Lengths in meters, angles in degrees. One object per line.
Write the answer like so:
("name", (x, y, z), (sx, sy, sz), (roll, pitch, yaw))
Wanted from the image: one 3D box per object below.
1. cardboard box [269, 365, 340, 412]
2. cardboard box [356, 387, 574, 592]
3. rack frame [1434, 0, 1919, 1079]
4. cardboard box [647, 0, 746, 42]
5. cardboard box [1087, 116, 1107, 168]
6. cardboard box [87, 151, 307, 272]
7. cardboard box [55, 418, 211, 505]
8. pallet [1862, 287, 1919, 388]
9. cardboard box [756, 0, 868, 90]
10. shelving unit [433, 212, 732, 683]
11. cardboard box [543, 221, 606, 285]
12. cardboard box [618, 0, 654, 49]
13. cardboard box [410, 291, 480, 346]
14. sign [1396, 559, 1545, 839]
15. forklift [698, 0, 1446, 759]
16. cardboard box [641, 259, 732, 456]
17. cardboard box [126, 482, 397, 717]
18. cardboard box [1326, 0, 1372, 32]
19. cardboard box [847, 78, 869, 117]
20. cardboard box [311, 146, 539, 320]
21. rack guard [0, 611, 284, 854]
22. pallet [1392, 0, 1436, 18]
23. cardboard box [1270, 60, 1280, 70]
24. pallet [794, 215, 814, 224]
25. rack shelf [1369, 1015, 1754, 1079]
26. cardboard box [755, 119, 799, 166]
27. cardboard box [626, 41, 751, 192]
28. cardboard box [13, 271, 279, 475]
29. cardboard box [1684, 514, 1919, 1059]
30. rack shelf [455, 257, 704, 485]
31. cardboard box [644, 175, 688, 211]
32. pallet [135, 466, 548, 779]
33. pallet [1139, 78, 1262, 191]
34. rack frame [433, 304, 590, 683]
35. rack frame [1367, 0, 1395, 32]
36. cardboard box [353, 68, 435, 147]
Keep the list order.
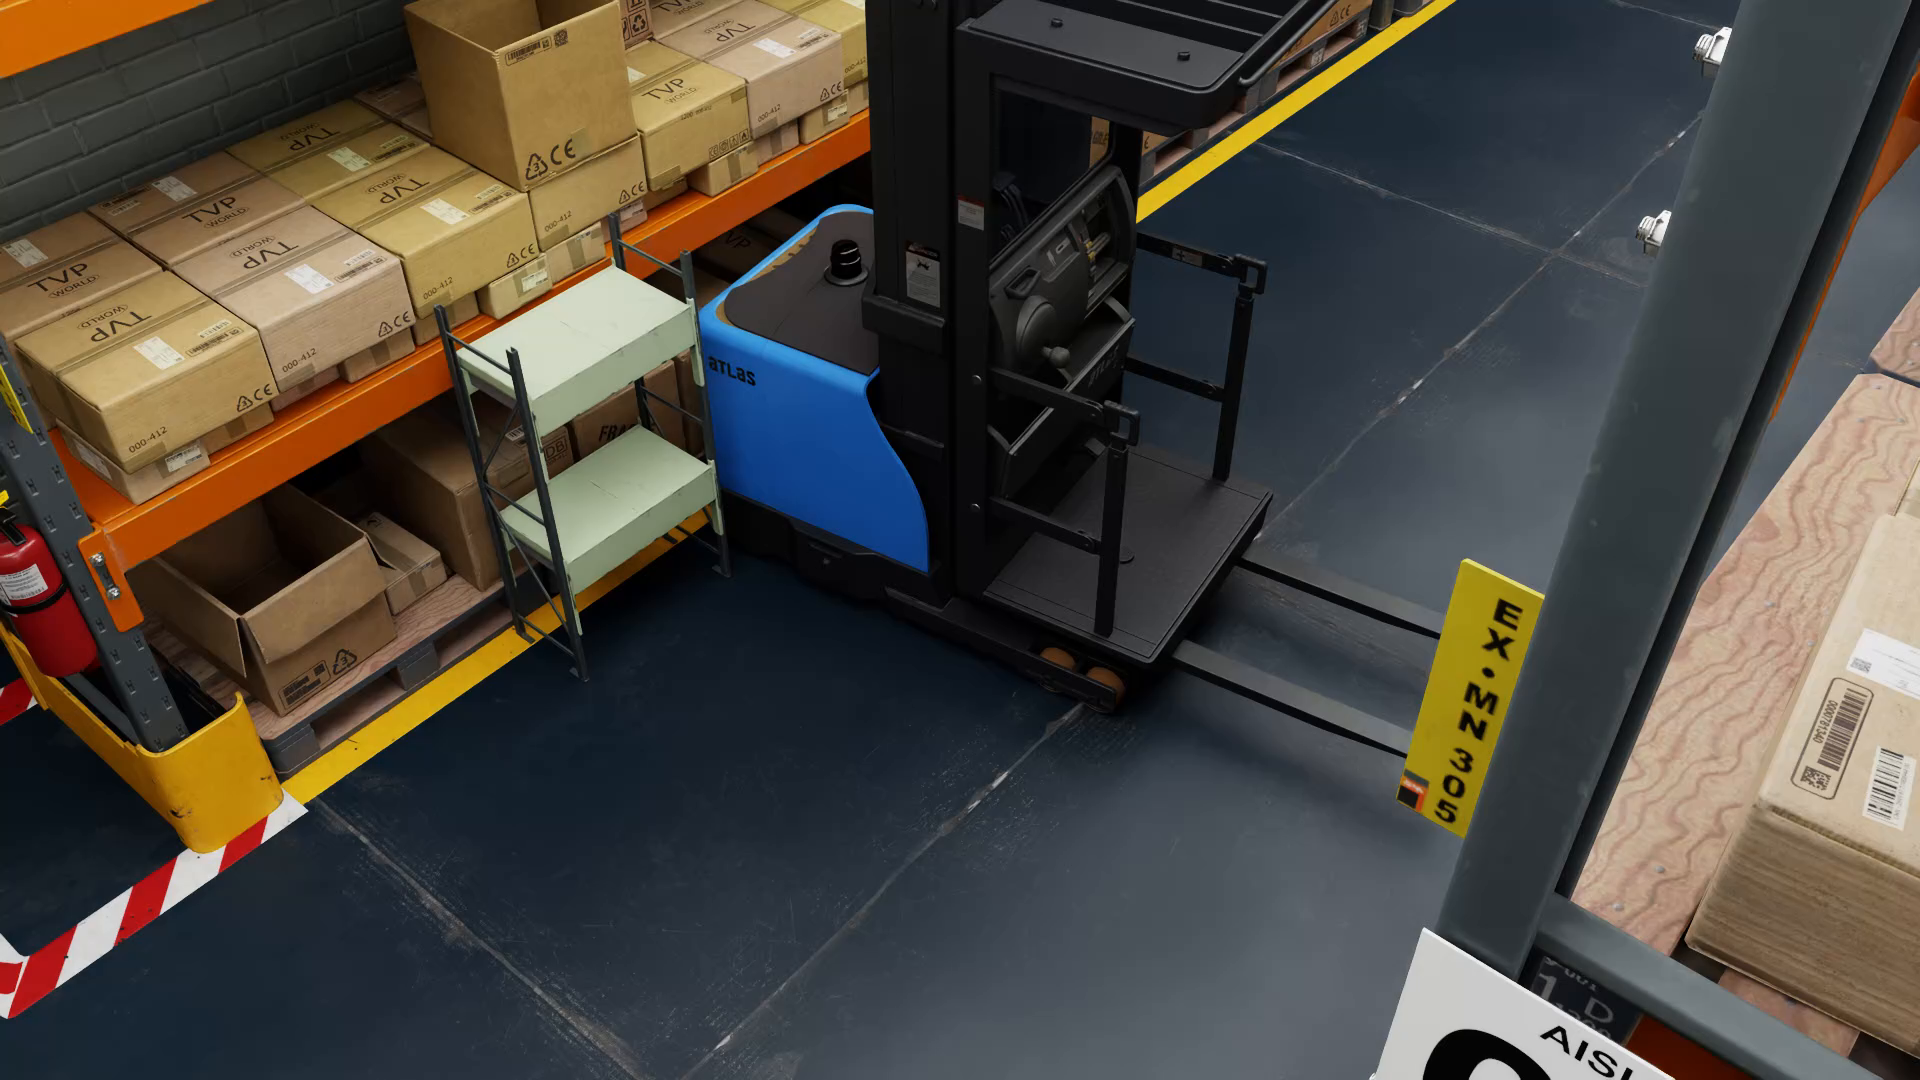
("cardboard box", (-2.231, -0.598, 5.365), (0.380, 0.149, 0.250), (29, 50, 28))
("cardboard box", (-1.878, -0.267, 6.360), (0.700, 0.500, 0.500), (32, 51, 30))
("rack frame", (0.878, -0.412, 0.514), (1.000, 3.000, 0.127), (29, 50, 28))
("cardboard box", (-1.192, -2.054, 6.670), (0.500, 0.250, 0.500), (29, 50, 28))
("cardboard box", (0.469, -2.059, 8.331), (0.500, 0.500, 0.500), (29, 50, 28))
("cardboard box", (-2.498, -1.010, 5.522), (0.500, 0.250, 0.500), (30, 50, 29))
("cardboard box", (-2.502, -0.297, 5.033), (0.380, 0.149, 0.250), (29, 50, 28))
("pallet", (2.132, -0.287, 2.672), (1.003, 0.211, 1.213), (29, 50, 28))
("cardboard box", (-0.490, -2.086, 6.704), (0.500, 0.250, 0.500), (31, 51, 29))
("shelving unit", (-1.300, -0.304, 5.969), (0.431, 1.500, 0.755), (29, 50, 28))
("cardboard box", (-1.481, -1.083, 5.898), (0.380, 0.149, 0.250), (31, 50, 29))
("cardboard box", (-1.511, -2.079, 6.140), (0.500, 0.500, 0.500), (28, 49, 27))
("cardboard box", (-1.855, -0.841, 5.632), (0.380, 0.149, 0.250), (30, 50, 29))
("sign", (0.472, 0.158, 1.518), (0.100, 0.325, 0.005), (29, 50, 28))
("forklift", (0.533, -0.868, 5.526), (3.031, 2.935, 1.130), (22, 47, 22))
("cardboard box", (-1.209, -0.801, 6.948), (0.700, 0.500, 0.500), (28, 49, 27))
("cardboard box", (-2.457, 0.155, 5.893), (0.797, 0.503, 0.637), (28, 49, 27))
("cardboard box", (2.117, -3.378, 9.782), (0.500, 0.500, 0.500), (31, 51, 30))
("cardboard box", (-0.512, -1.889, 6.784), (0.380, 0.149, 0.250), (31, 51, 29))
("cardboard box", (-1.777, -1.033, 5.547), (0.500, 0.250, 0.500), (29, 49, 28))
("rack guard", (-2.875, 0.547, 5.777), (1.175, 0.500, 0.348), (29, 50, 28))
("pallet", (2.785, -3.834, 10.809), (1.003, 0.211, 1.213), (29, 50, 28))
("cardboard box", (1.452, -2.854, 9.205), (0.500, 0.500, 0.500), (32, 51, 30))
("pallet", (-0.792, -1.014, 7.708), (1.003, 0.211, 1.213), (29, 50, 28))
("rack shelf", (2.165, -0.066, 2.897), (1.077, 0.370, 4.000), (29, 50, 28))
("cardboard box", (-0.850, -1.621, 6.490), (0.380, 0.149, 0.250), (31, 51, 29))
("cardboard box", (-1.133, -1.570, 6.137), (0.500, 0.250, 0.500), (29, 50, 28))
("cardboard box", (-2.425, -0.511, 4.972), (0.500, 0.250, 0.500), (30, 50, 29))
("cardboard box", (1.099, 0.291, 1.696), (0.500, 0.250, 0.500), (25, 48, 25))
("rack shelf", (-1.300, -0.593, 5.707), (0.431, 0.370, 0.720), (29, 50, 28))
("cardboard box", (-1.245, -1.393, 6.239), (0.380, 0.149, 0.250), (30, 50, 29))
("pallet", (-2.362, 0.243, 6.327), (1.003, 0.211, 1.213), (29, 50, 28))
("pallet", (0.930, -2.433, 9.269), (1.003, 0.211, 1.213), (29, 50, 28))
("rack frame", (-1.535, -0.116, 5.762), (0.400, 1.500, 0.023), (29, 50, 28))
("rack frame", (2.225, -4.458, 9.424), (1.000, 3.000, 0.127), (29, 50, 28))
("cardboard box", (-1.839, -1.533, 6.096), (0.500, 0.250, 0.500), (29, 50, 28))
